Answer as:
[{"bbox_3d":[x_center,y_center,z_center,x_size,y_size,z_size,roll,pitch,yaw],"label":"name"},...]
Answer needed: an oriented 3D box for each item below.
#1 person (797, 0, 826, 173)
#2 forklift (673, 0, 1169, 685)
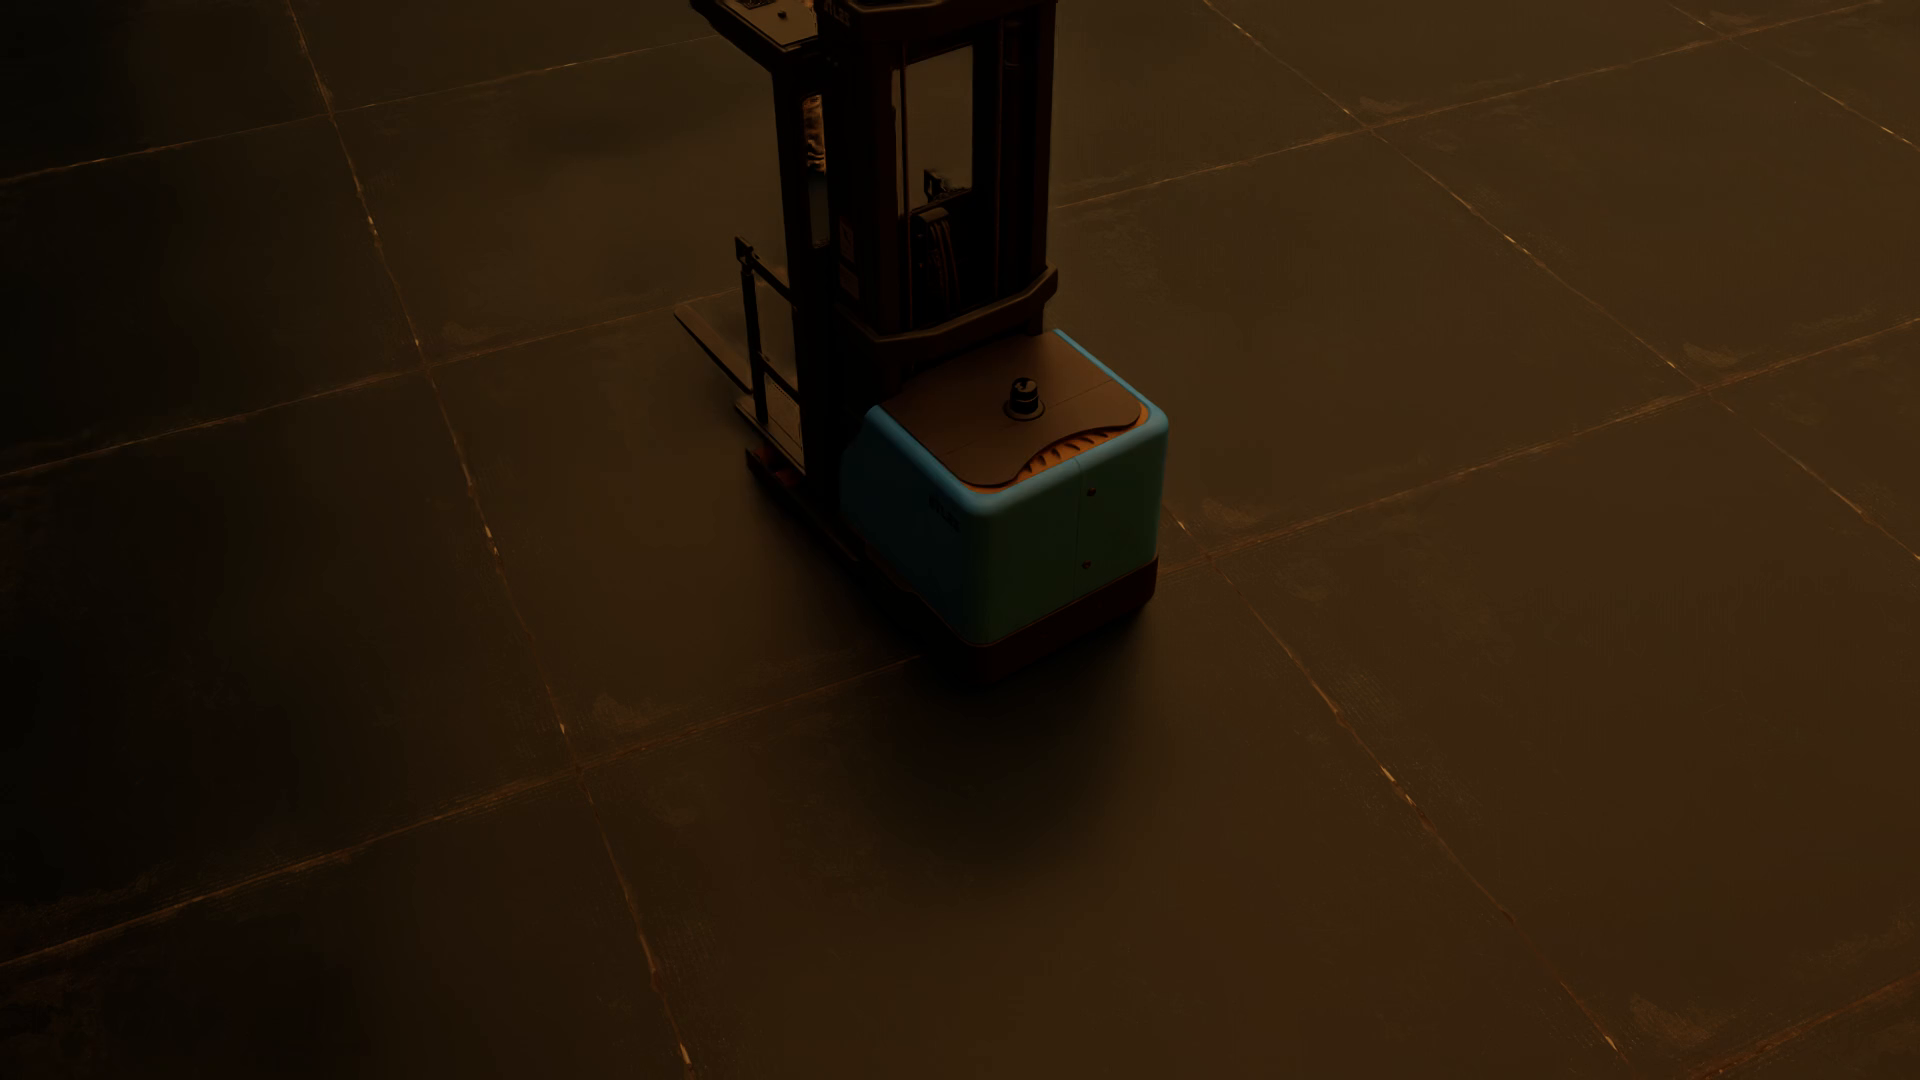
[{"bbox_3d":[-0.895,-2.996,9.722,0.655,1.784,0.572,-26,49,-25],"label":"person"},{"bbox_3d":[-0.383,-1.423,7.205,1.130,2.935,3.031,-26,49,-25],"label":"forklift"}]
